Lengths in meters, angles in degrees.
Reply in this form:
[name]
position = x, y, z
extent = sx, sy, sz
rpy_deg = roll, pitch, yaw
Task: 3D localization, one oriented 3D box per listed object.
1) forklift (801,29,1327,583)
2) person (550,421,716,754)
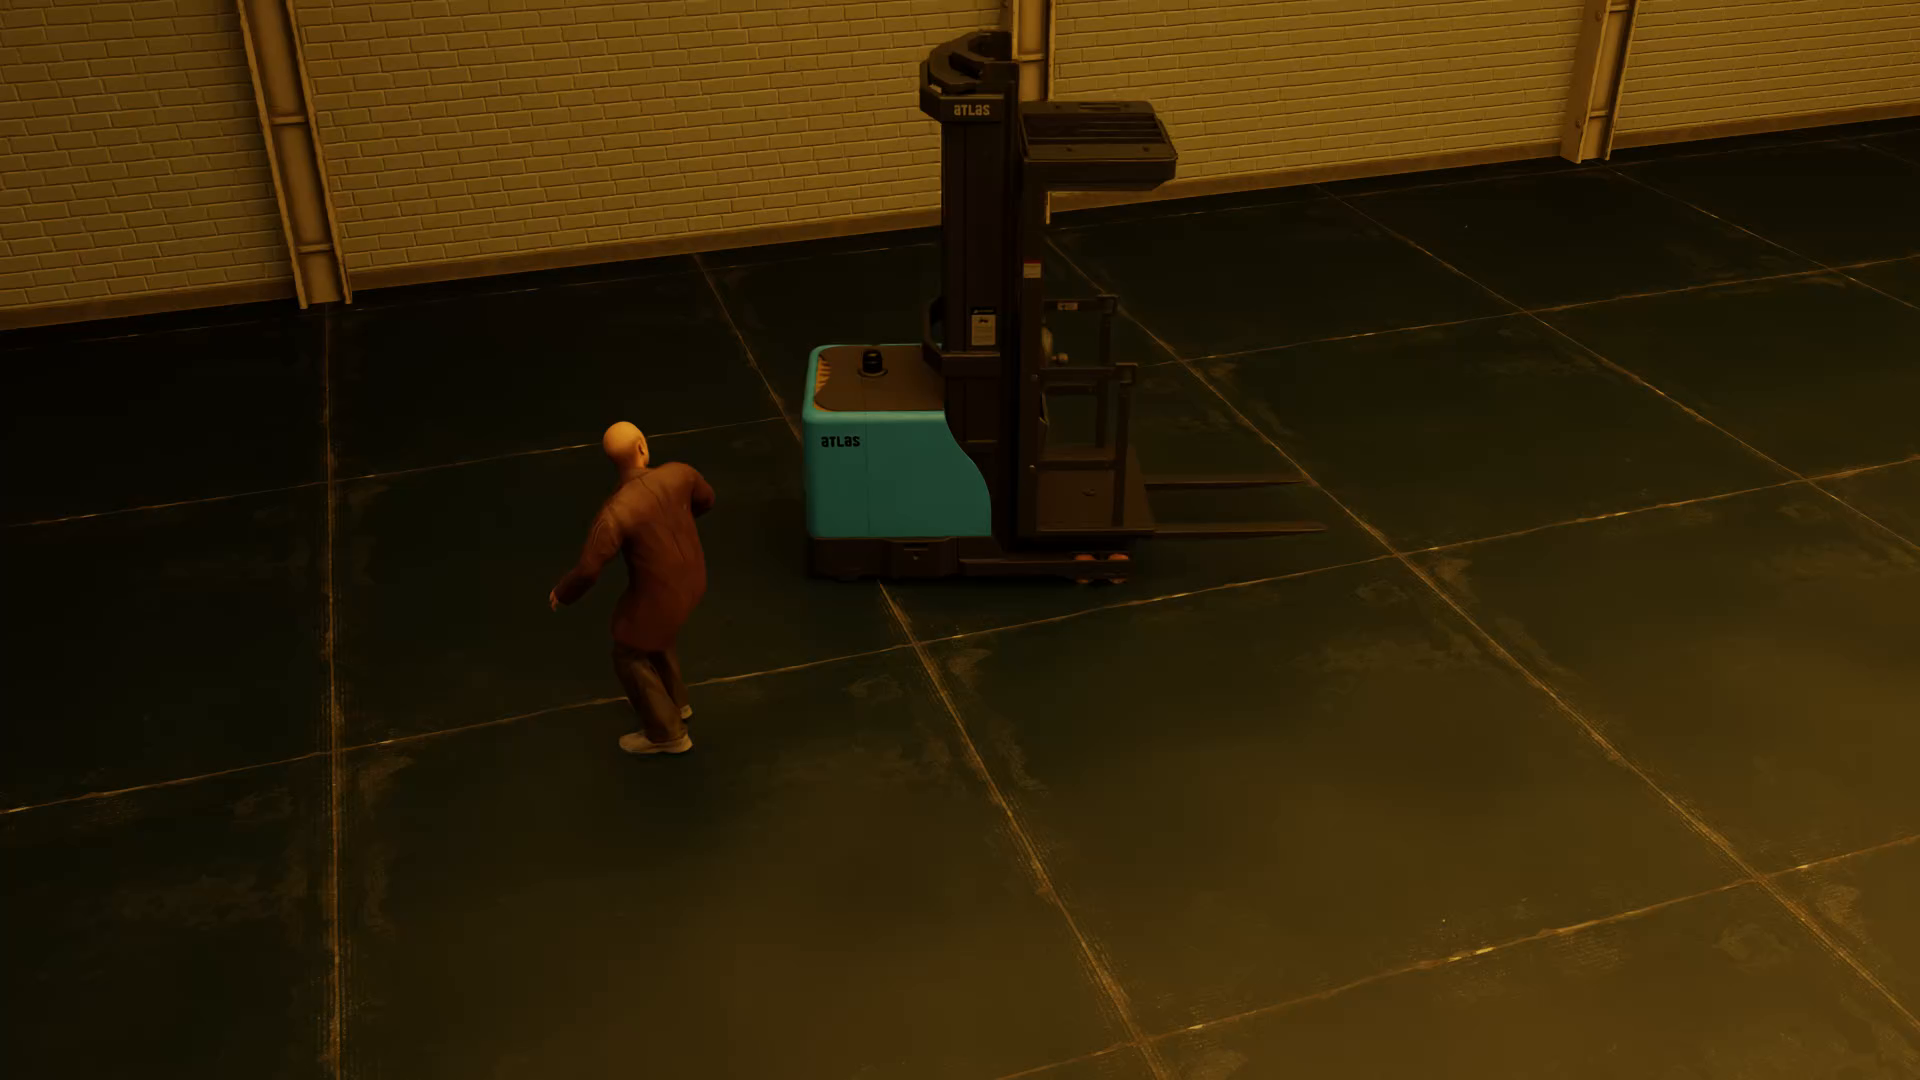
[forklift]
position = 0.616, -1.286, 9.321
extent = 3.031, 2.935, 1.130
rpy_deg = -1, 30, -1
[person]
position = -1.535, 0.218, 7.968
extent = 0.576, 1.723, 0.830
rpy_deg = 17, 34, 27
